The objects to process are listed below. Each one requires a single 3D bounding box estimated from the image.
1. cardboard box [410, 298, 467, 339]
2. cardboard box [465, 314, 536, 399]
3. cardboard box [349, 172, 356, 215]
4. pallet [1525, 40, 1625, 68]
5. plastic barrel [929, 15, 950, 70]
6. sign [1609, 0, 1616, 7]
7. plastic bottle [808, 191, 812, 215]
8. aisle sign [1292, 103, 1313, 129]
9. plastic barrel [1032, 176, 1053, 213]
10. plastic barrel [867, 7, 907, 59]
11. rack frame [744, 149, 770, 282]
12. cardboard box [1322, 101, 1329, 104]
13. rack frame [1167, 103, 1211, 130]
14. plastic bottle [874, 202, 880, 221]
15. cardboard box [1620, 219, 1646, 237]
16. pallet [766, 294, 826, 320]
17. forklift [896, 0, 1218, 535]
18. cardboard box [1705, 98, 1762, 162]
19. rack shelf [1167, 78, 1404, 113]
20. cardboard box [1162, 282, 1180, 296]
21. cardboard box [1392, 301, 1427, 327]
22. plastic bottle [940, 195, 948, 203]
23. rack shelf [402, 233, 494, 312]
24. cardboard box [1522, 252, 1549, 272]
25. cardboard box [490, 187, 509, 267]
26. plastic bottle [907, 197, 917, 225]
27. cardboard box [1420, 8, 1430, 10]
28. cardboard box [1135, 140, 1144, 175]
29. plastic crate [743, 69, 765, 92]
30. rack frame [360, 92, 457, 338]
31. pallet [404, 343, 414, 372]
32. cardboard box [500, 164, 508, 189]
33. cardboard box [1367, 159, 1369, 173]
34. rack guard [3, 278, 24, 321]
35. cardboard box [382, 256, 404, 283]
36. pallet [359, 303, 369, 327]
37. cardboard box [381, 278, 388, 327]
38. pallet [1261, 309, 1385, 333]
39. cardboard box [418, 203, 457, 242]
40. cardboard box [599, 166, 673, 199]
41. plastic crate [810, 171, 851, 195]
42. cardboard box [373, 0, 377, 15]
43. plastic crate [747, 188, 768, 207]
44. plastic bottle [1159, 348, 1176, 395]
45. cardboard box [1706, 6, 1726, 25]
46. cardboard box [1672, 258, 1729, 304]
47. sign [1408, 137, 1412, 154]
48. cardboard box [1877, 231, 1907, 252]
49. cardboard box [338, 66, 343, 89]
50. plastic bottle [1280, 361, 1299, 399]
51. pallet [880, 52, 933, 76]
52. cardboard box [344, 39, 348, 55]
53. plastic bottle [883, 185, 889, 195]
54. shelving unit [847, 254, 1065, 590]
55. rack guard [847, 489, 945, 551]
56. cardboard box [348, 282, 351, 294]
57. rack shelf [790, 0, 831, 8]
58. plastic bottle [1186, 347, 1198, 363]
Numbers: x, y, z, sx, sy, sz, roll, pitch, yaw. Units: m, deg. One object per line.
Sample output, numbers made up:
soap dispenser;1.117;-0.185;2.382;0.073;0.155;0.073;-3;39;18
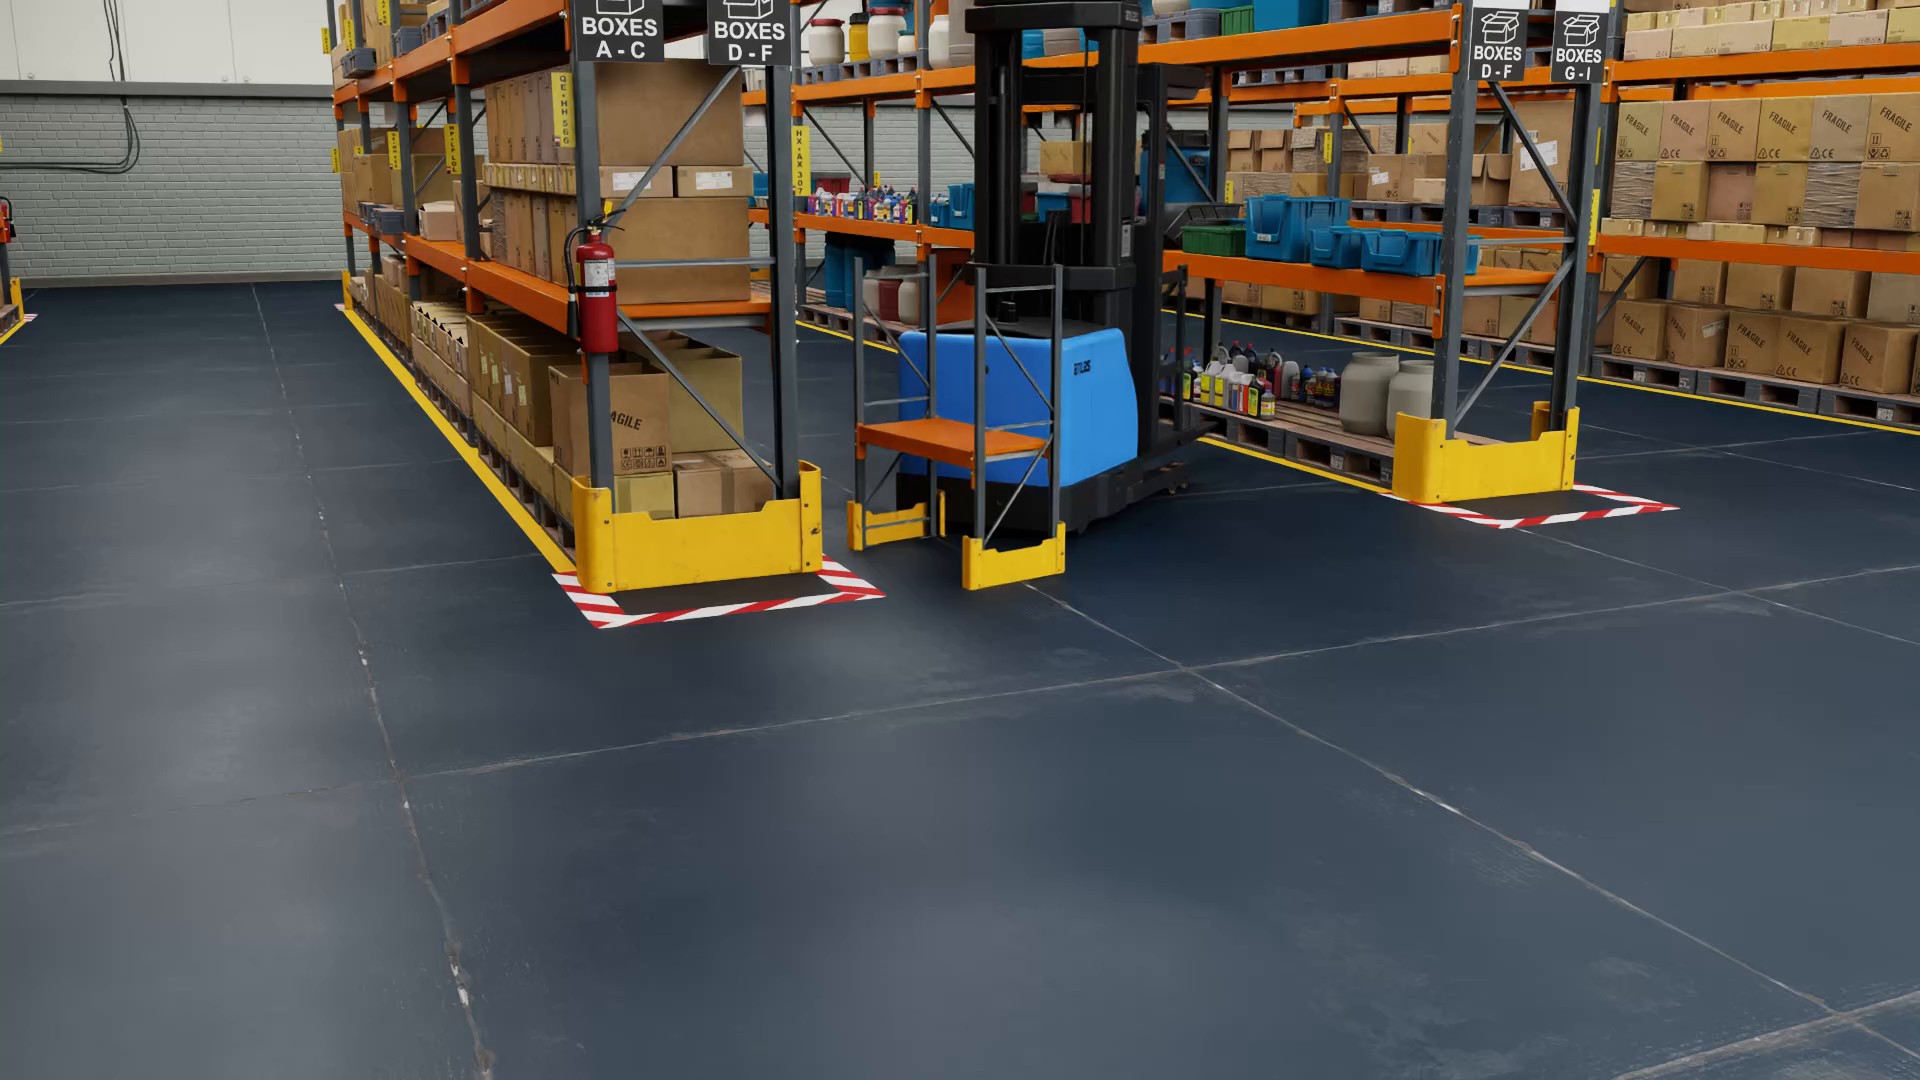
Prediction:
cardboard box;-4.539;-1.956;14.590;0.500;0.311;0.500;-5;14;-21
cardboard box;-2.978;-1.232;11.044;0.500;0.500;0.500;-6;14;-23
cardboard box;-7.139;-4.225;20.249;0.500;0.500;0.500;-5;14;-22
pallet;6.051;-4.527;15.541;1.213;0.211;1.003;-6;14;-23
plastic barrel;-0.096;-4.823;16.155;0.421;0.512;0.421;0;13;0
sign;3.771;-3.260;9.633;0.100;0.325;0.005;-6;14;-23
plastic bottle;-1.786;-4.054;19.993;0.061;0.283;0.133;-6;14;-23
aisle sign;5.675;-7.181;27.477;0.394;0.787;0.004;-6;14;-23
plastic barrel;0.837;-3.173;15.679;0.421;0.512;0.421;0;13;0
plastic barrel;-0.788;-5.484;18.026;0.433;0.535;0.433;0;13;0
rack frame;-3.144;-5.052;24.044;1.000;3.000;0.127;-6;14;-23
cardboard box;6.132;-7.089;26.529;0.500;0.250;0.500;-5;14;-21
rack frame;2.996;-4.673;22.406;1.000;3.000;0.127;-6;14;-23
plastic bottle;-0.887;-3.561;18.044;0.097;0.201;0.097;0;13;0
cardboard box;6.100;-2.773;14.756;0.380;0.149;0.250;-6;14;-23
pallet;-1.872;-3.015;21.429;1.003;0.211;1.213;-6;14;-23
forklift;0.771;-1.744;9.906;1.130;2.935;3.031;7;15;26
cardboard box;6.550;-3.378;13.714;0.500;0.500;0.500;-6;14;-23
rack shelf;3.798;-5.370;20.364;1.077;0.370;4.000;-6;14;-23
cardboard box;3.271;-3.712;22.035;1.225;0.875;0.875;-6;14;-23
cardboard box;5.119;-2.593;17.987;0.700;0.500;0.500;-7;15;-28
plastic bottle;-0.169;-3.652;18.282;0.097;0.271;0.097;0;13;0
rack shelf;-3.678;-2.188;13.269;1.077;0.370;4.000;-6;14;-23
cardboard box;8.070;-3.694;22.789;0.500;0.500;0.500;-5;14;-22
cardboard box;-2.694;-2.083;10.997;0.700;0.500;0.500;-6;14;-24
plastic bottle;-0.492;-3.387;17.110;0.061;0.283;0.133;-6;14;-23
cardboard box;4.959;-5.271;17.009;0.500;0.500;0.500;-6;14;-25
cardboard box;2.567;-5.181;22.611;0.500;0.500;0.500;-5;14;-21
plastic crate;-2.539;-5.969;21.620;0.437;0.282;0.530;-6;14;-23
rack frame;-6.082;-3.779;18.544;1.000;3.000;0.127;-6;14;-23
pallet;-4.744;-1.751;15.969;1.003;0.211;1.213;-6;14;-23
cardboard box;-2.635;-2.258;10.315;0.380;0.149;0.250;-6;14;-23
cardboard box;6.538;-5.687;25.906;0.500;0.500;0.500;-6;14;-24
rack guard;-12.231;-2.944;20.481;1.175;0.500;0.348;-6;14;-23
cardboard box;-5.711;-2.812;17.272;0.500;0.250;0.500;-6;14;-23
pallet;-6.849;-2.814;20.562;1.003;0.211;1.213;-6;14;-23
cardboard box;-5.887;-2.544;17.777;0.500;0.500;0.500;-5;14;-22
pallet;4.352;-2.657;19.883;1.003;0.211;1.213;-6;14;-23
cardboard box;-4.299;-2.706;14.109;0.500;0.311;0.500;-6;14;-24
cardboard box;-1.603;-1.726;8.014;0.380;0.149;0.250;-6;14;-24
plastic crate;-1.670;-4.493;21.354;0.402;0.464;0.583;-6;14;-23
cardboard box;-5.659;-5.295;17.069;0.600;0.600;0.600;-6;14;-24
plastic crate;-2.699;-4.584;22.264;0.416;0.233;0.300;-6;14;-23
plastic bottle;1.606;-1.292;12.699;0.144;0.351;0.185;-5;14;-21
cardboard box;6.445;-4.354;13.824;0.380;0.149;0.250;-5;14;-21
cardboard box;9.345;-3.248;20.309;1.050;0.750;0.750;-6;14;-24
sign;5.092;-4.423;18.934;0.100;0.325;0.005;-6;14;-23
cardboard box;7.167;-2.263;12.552;0.380;0.149;0.250;-6;14;-23
cardboard box;-7.321;-5.657;20.338;0.500;0.250;0.500;-6;14;-23
plastic bottle;2.453;-1.212;12.521;0.152;0.276;0.135;-5;14;-22
pallet;-0.156;-4.935;17.307;1.003;0.211;1.213;-6;14;-23
cardboard box;-6.723;-5.590;18.942;0.500;0.250;0.500;-6;14;-23
plastic bottle;-0.874;-4.041;19.786;0.144;0.351;0.185;-6;14;-23
shelving unit;-0.035;-0.628;8.256;0.587;1.500;1.083;-10;16;-36
rack guard;-0.333;-0.109;8.786;0.587;0.250;0.087;-10;16;-36
cardboard box;-7.831;-3.313;21.878;0.380;0.149;0.250;-6;14;-23
rack shelf;-2.343;-7.016;21.708;1.077;0.370;4.000;-6;14;-23
plastic bottle;1.738;-1.305;12.755;0.144;0.351;0.185;-6;14;-23
